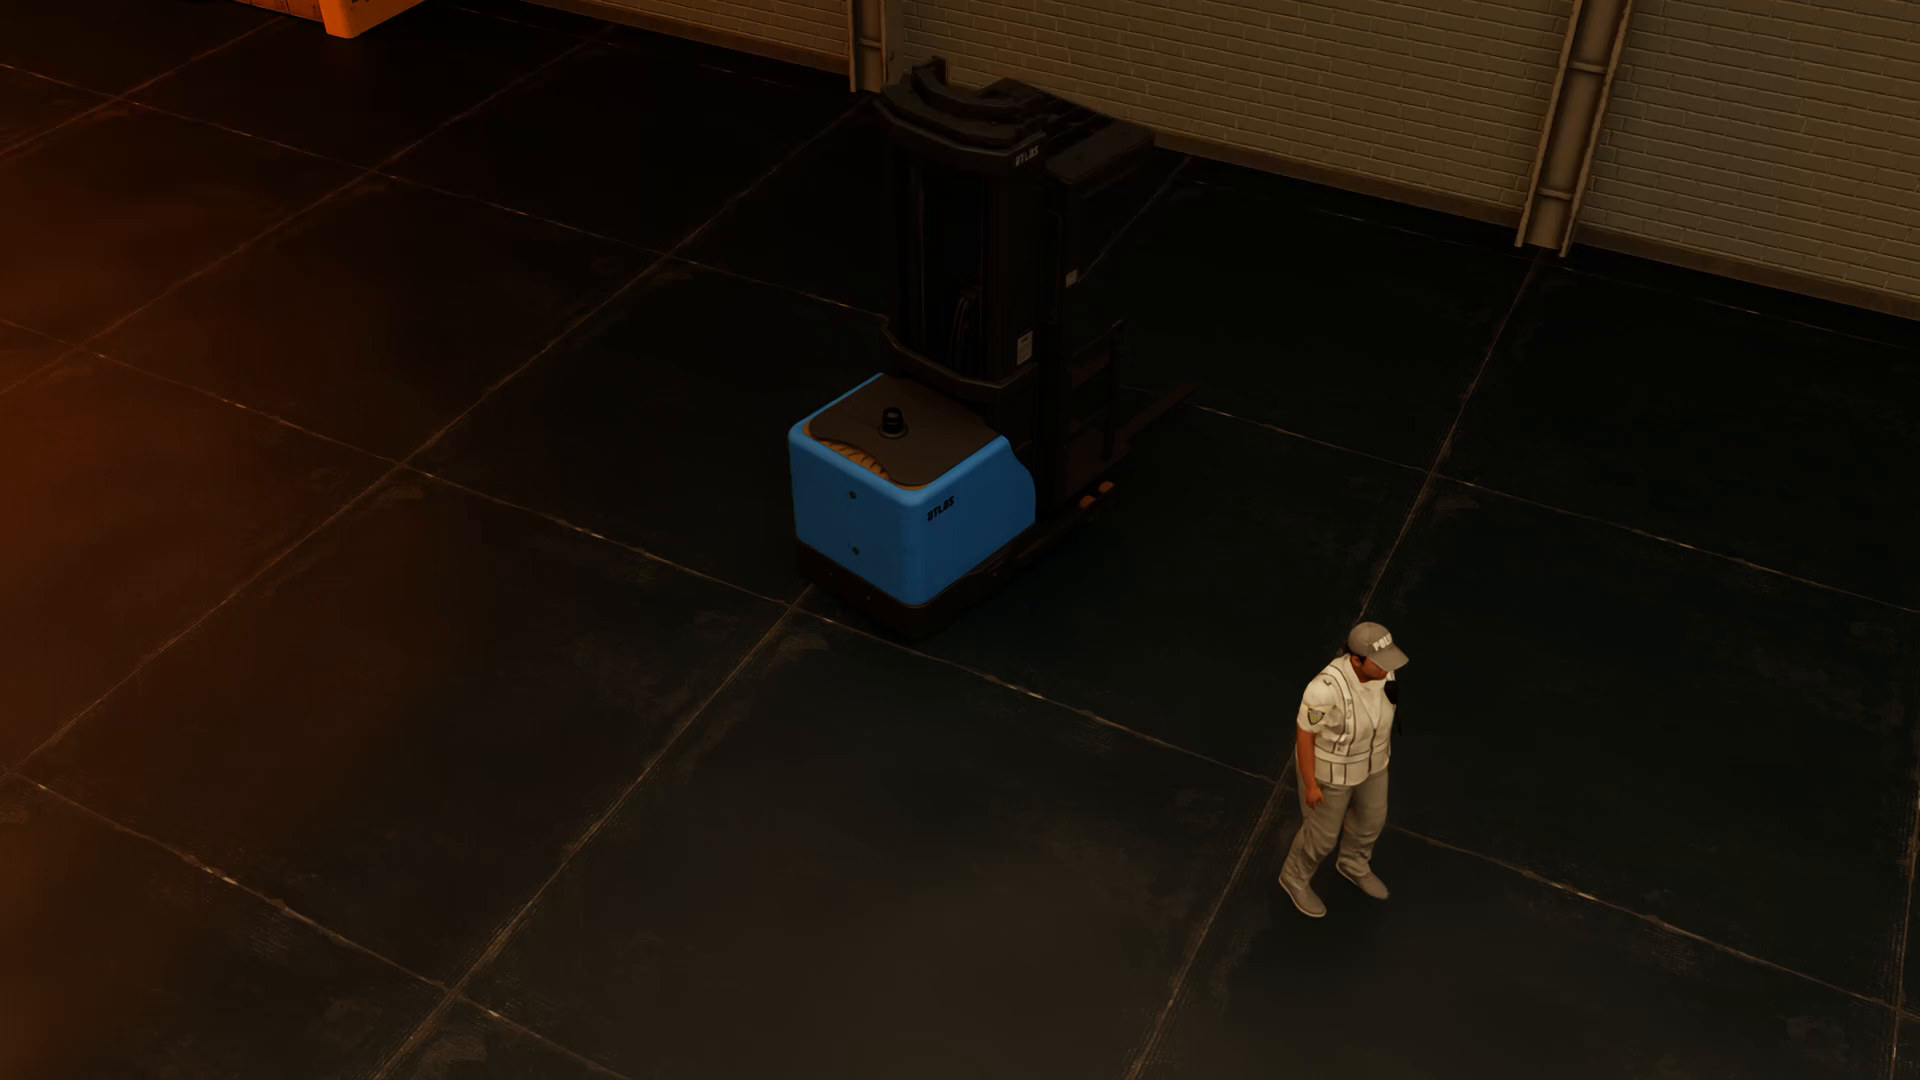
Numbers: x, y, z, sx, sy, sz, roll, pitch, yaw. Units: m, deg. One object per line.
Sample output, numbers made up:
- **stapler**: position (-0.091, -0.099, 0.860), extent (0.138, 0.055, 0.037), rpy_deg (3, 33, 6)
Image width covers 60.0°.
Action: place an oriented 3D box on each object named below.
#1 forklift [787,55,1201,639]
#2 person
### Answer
- **forklift**: position (0.366, -1.428, 9.682), extent (1.130, 2.935, 3.031), rpy_deg (30, 48, 30)
- **person**: position (1.811, 1.072, 7.723), extent (0.555, 1.693, 0.486), rpy_deg (-22, 45, -24)
